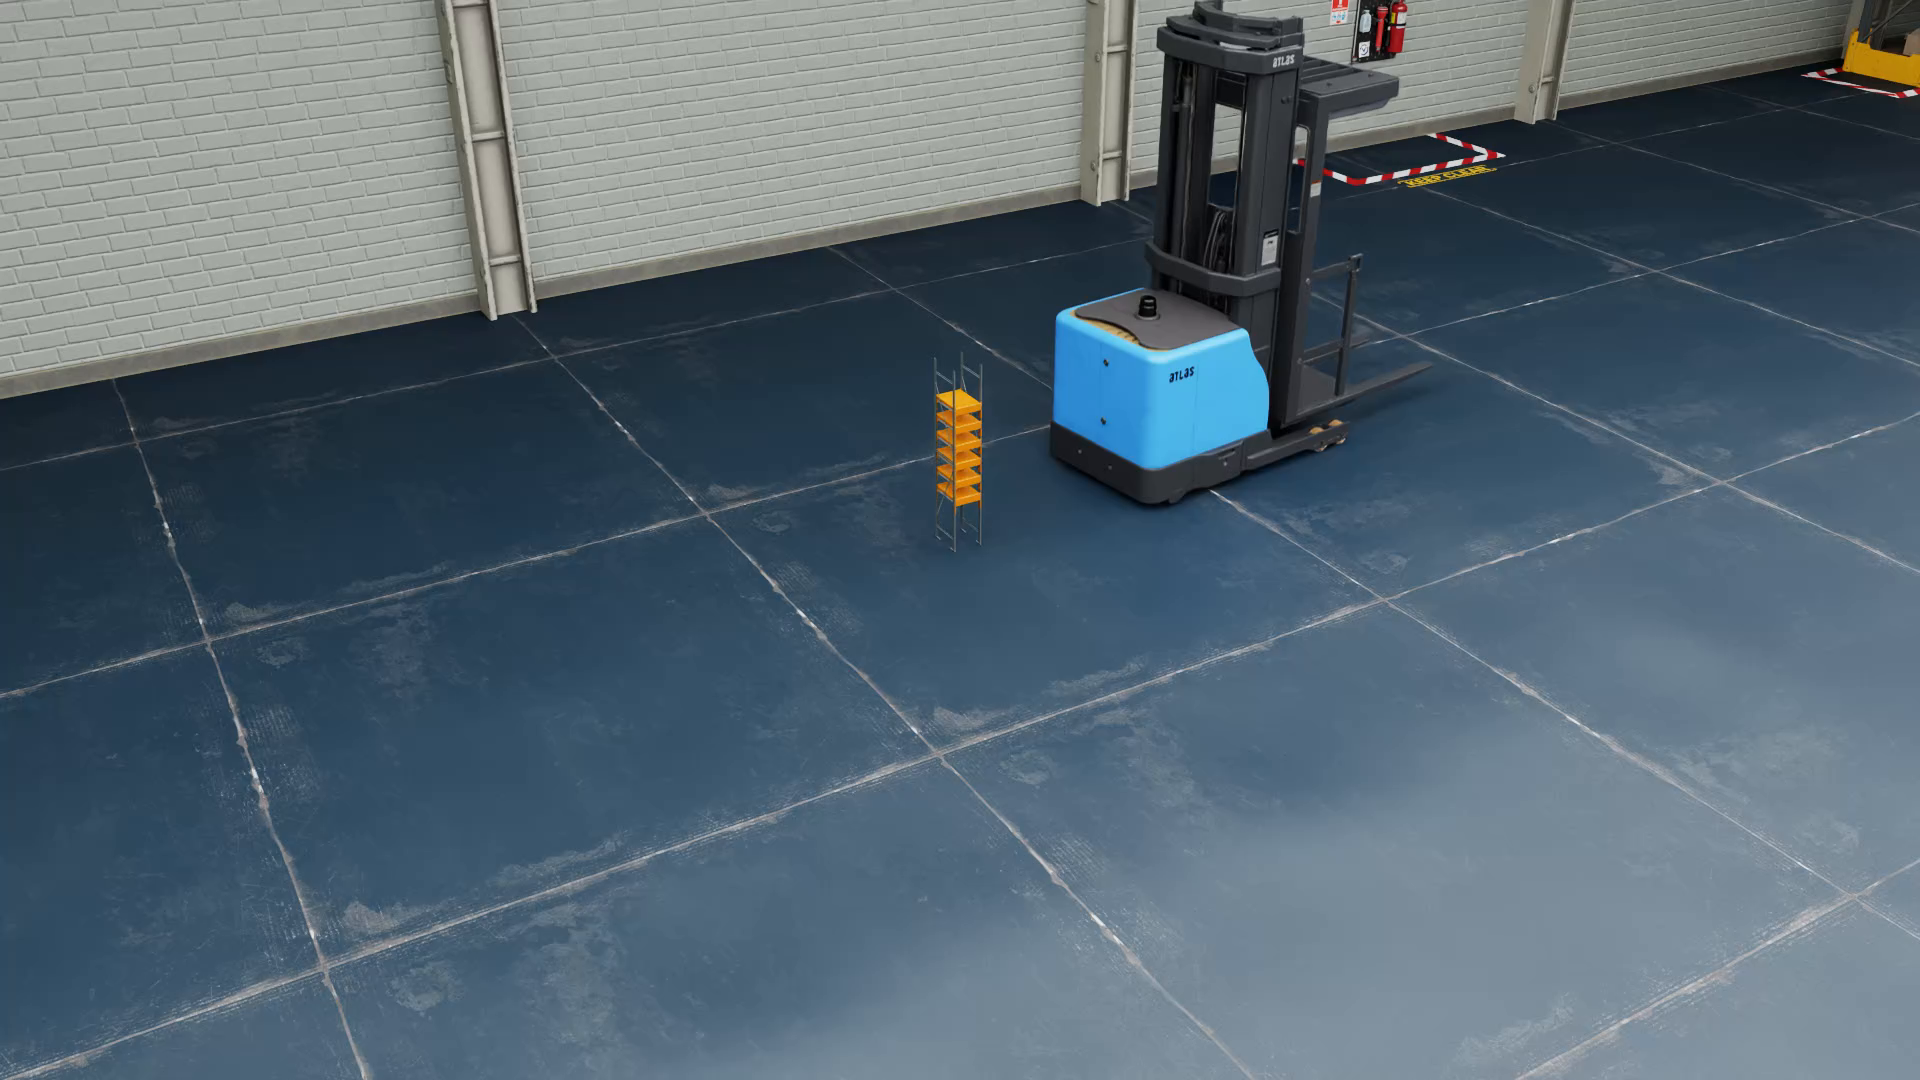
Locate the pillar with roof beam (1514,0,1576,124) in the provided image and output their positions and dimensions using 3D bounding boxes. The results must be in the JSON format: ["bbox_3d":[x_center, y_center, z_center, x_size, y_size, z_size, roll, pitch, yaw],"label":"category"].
[{"bbox_3d":[8.780,-6.992,13.704,0.400,9.000,9.100,-16,33,-26],"label":"pillar with roof beam"}]

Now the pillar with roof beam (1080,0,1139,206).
[{"bbox_3d":[3.607,-5.523,11.043,0.400,9.000,9.100,-16,33,-26],"label":"pillar with roof beam"}]

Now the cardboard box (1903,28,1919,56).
[{"bbox_3d":[12.249,-6.243,20.884,0.500,0.311,0.500,-20,35,-32],"label":"cardboard box"}]

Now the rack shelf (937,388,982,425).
[{"bbox_3d":[-0.012,-0.798,9.899,0.180,0.103,0.258,-16,33,-26],"label":"rack shelf"}]

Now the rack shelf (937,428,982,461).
[{"bbox_3d":[-0.012,-0.588,10.015,0.180,0.103,0.258,-16,33,-26],"label":"rack shelf"}]

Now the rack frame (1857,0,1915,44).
[{"bbox_3d":[11.607,-7.096,20.101,0.127,3.000,1.000,-16,33,-26],"label":"rack frame"}]

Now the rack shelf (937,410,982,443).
[{"bbox_3d":[-0.012,-0.693,9.957,0.180,0.103,0.258,-16,33,-26],"label":"rack shelf"}]

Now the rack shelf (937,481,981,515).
[{"bbox_3d":[-0.012,-0.273,10.189,0.180,0.103,0.258,-16,33,-26],"label":"rack shelf"}]

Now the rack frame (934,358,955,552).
[{"bbox_3d":[-0.091,-0.499,10.011,0.006,1.200,0.240,-16,33,-26],"label":"rack frame"}]

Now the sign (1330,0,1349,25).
[{"bbox_3d":[3.921,-5.493,17.160,0.234,0.329,0.001,-16,33,-26],"label":"sign"}]

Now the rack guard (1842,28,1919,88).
[{"bbox_3d":[11.673,-6.020,20.739,0.348,0.500,1.175,-16,33,-26],"label":"rack guard"}]

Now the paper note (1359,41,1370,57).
[{"bbox_3d":[4.262,-5.169,17.523,0.142,0.148,0.016,-16,33,-26],"label":"paper note"}]

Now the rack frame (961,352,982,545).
[{"bbox_3d":[0.066,-0.544,10.092,0.006,1.200,0.240,-16,33,-26],"label":"rack frame"}]

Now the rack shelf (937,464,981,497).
[{"bbox_3d":[-0.012,-0.378,10.131,0.180,0.103,0.258,-16,33,-26],"label":"rack shelf"}]

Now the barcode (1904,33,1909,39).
[{"bbox_3d":[12.062,-6.418,21.192,0.075,0.075,0.001,-16,33,-26],"label":"barcode"}]

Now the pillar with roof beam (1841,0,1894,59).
[{"bbox_3d":[13.953,-8.461,16.366,0.400,9.000,9.100,-16,33,-26],"label":"pillar with roof beam"}]

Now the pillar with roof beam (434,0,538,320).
[{"bbox_3d":[-1.566,-4.055,8.382,0.400,9.000,9.100,-16,33,-26],"label":"pillar with roof beam"}]

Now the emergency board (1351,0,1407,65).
[{"bbox_3d":[4.450,-5.570,17.336,0.643,1.169,0.194,-16,33,-26],"label":"emergency board"}]

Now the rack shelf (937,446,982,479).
[{"bbox_3d":[-0.012,-0.483,10.073,0.180,0.103,0.258,-16,33,-26],"label":"rack shelf"}]

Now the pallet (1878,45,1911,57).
[{"bbox_3d":[12.391,-6.078,21.143,1.213,0.211,1.003,-16,33,-26],"label":"pallet"}]

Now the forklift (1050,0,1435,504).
[{"bbox_3d":[2.090,-2.075,11.074,3.031,2.935,1.130,-20,35,-32],"label":"forklift"}]

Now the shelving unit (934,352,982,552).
[{"bbox_3d":[-0.012,-0.522,10.052,0.189,1.200,0.258,-16,33,-26],"label":"shelving unit"}]
